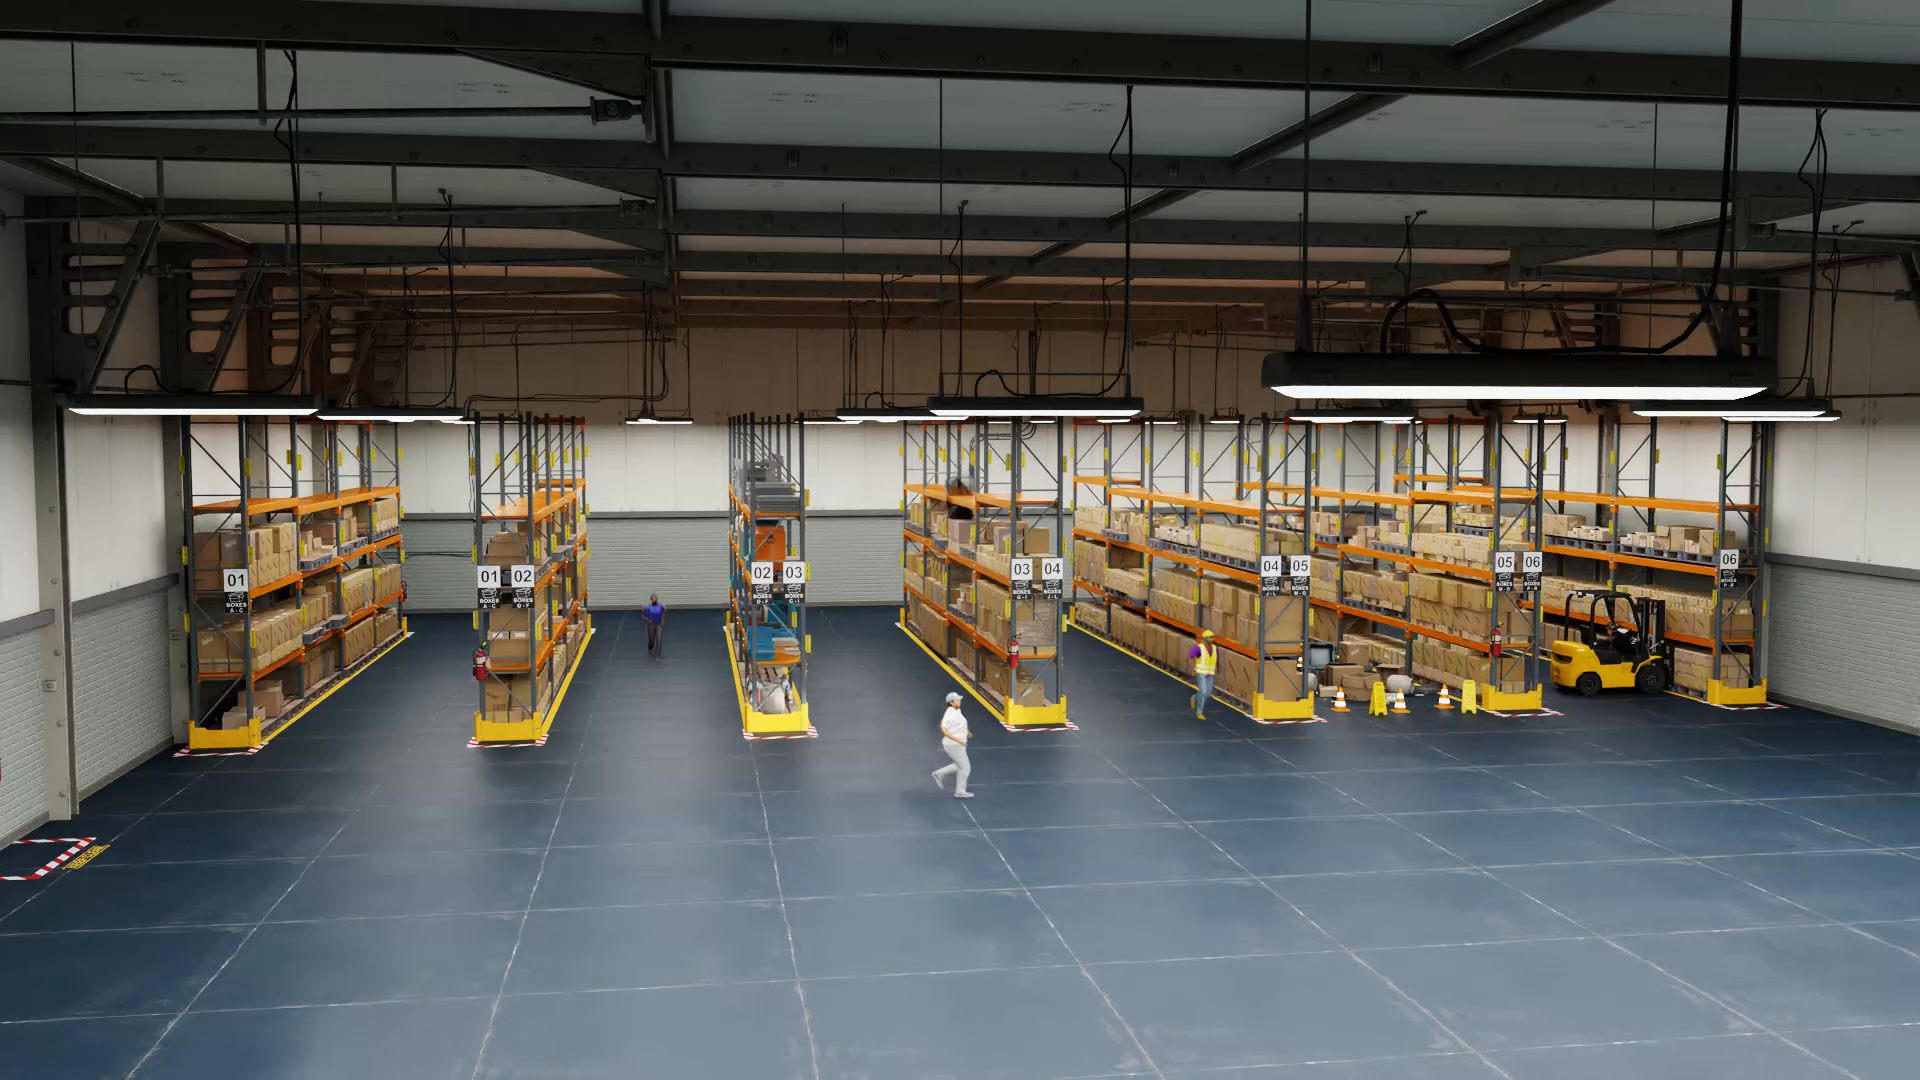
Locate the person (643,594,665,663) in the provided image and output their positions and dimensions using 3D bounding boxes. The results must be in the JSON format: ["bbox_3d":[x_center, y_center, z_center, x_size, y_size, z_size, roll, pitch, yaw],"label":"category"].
[{"bbox_3d":[-7.469,2.154,40.692,0.579,1.647,0.859,-1,4,-20],"label":"person"}]

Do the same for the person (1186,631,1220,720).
[{"bbox_3d":[4.814,2.648,32.873,0.743,1.732,0.691,-2,4,-24],"label":"person"}]

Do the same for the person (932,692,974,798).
[{"bbox_3d":[-0.097,3.162,25.714,0.647,1.620,0.613,1,4,11],"label":"person"}]

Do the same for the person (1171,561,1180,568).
[{"bbox_3d":[6.574,1.480,50.340,0.559,1.675,0.642,-1,4,-13],"label":"person"}]
